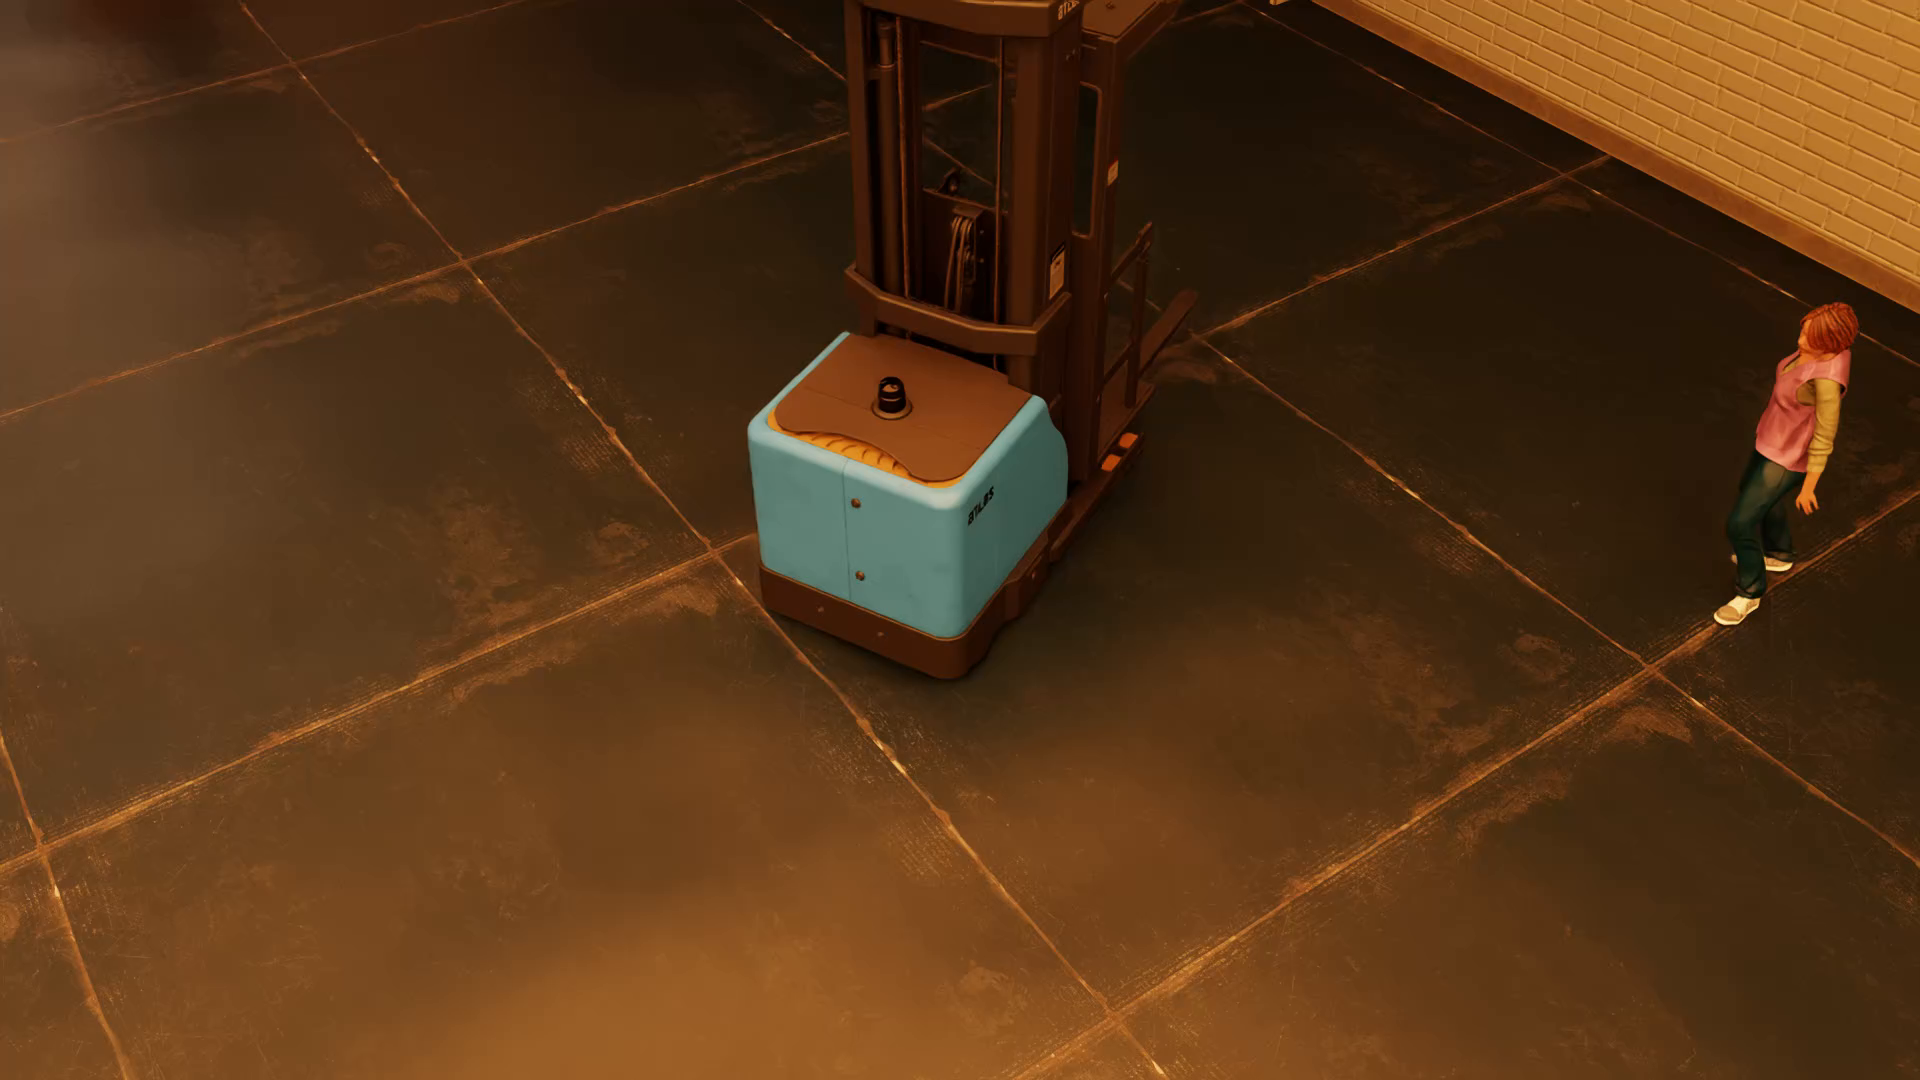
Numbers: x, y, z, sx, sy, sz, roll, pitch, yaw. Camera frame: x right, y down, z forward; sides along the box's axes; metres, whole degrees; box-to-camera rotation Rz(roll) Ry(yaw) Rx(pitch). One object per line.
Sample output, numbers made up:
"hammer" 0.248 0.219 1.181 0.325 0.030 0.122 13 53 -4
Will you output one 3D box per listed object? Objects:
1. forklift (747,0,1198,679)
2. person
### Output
"forklift" 0.262 -1.471 7.311 1.130 2.935 3.031 21 47 21
"person" 3.616 -0.381 7.180 0.414 1.569 0.744 15 45 16
